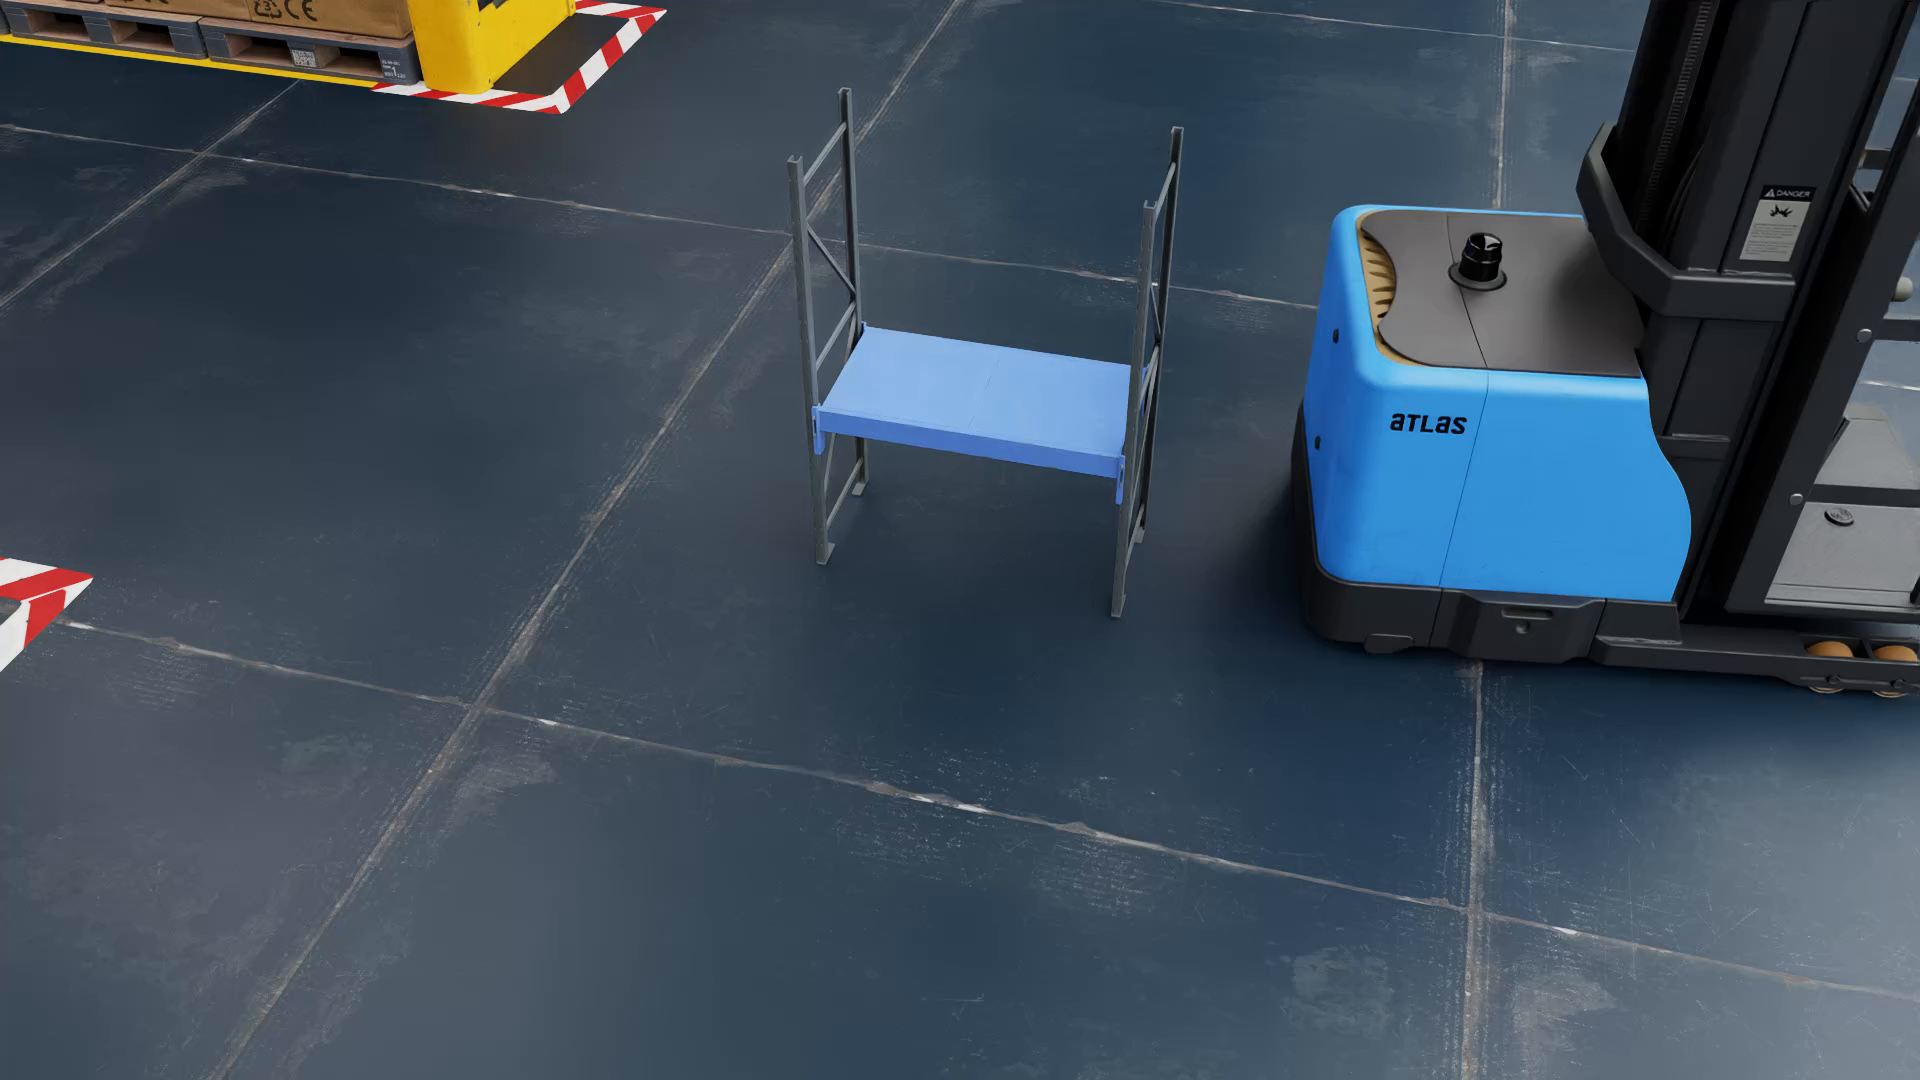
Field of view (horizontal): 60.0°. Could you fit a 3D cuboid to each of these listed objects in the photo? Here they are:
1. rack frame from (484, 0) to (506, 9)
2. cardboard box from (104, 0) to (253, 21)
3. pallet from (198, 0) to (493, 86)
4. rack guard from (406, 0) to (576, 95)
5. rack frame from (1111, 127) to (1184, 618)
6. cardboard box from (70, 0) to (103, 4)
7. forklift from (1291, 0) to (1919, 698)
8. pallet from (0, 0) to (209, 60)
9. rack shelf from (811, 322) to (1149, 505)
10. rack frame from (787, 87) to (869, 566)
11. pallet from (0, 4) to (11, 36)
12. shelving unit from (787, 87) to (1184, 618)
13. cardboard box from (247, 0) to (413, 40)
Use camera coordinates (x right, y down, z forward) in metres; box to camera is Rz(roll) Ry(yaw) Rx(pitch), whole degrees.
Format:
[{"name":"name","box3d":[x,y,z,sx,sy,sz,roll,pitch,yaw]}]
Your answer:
[{"name":"rack frame","box3d":[-2.463,-3.794,7.935,0.127,3.000,1.000,10,41,11]},{"name":"cardboard box","box3d":[-3.986,-3.358,8.741,0.875,0.875,0.875,9,41,11]},{"name":"pallet","box3d":[-3.256,-2.810,8.932,1.213,0.211,1.003,10,41,11]},{"name":"rack guard","box3d":[-2.440,-2.833,8.734,0.348,0.500,1.175,10,41,11]},{"name":"rack frame","box3d":[0.573,-0.476,5.150,0.032,1.500,0.500,10,41,11]},{"name":"cardboard box","box3d":[-4.866,-3.511,8.923,0.875,0.875,0.875,10,41,12]},{"name":"forklift","box3d":[2.656,-0.994,4.654,3.031,2.935,1.130,4,40,4]},{"name":"pallet","box3d":[-4.431,-3.015,9.175,1.213,0.211,1.003,10,41,11]},{"name":"rack shelf","box3d":[0.082,-0.422,5.366,1.000,0.185,0.538,10,41,11]},{"name":"rack frame","box3d":[-0.409,-0.645,5.351,0.032,1.500,0.500,10,41,11]},{"name":"pallet","box3d":[-5.613,-3.216,9.415,1.213,0.211,1.003,10,41,11]},{"name":"shelving unit","box3d":[0.082,-0.560,5.251,1.048,1.500,0.538,10,41,11]},{"name":"cardboard box","box3d":[-3.135,-3.213,8.569,0.875,0.875,0.875,10,41,12]}]
